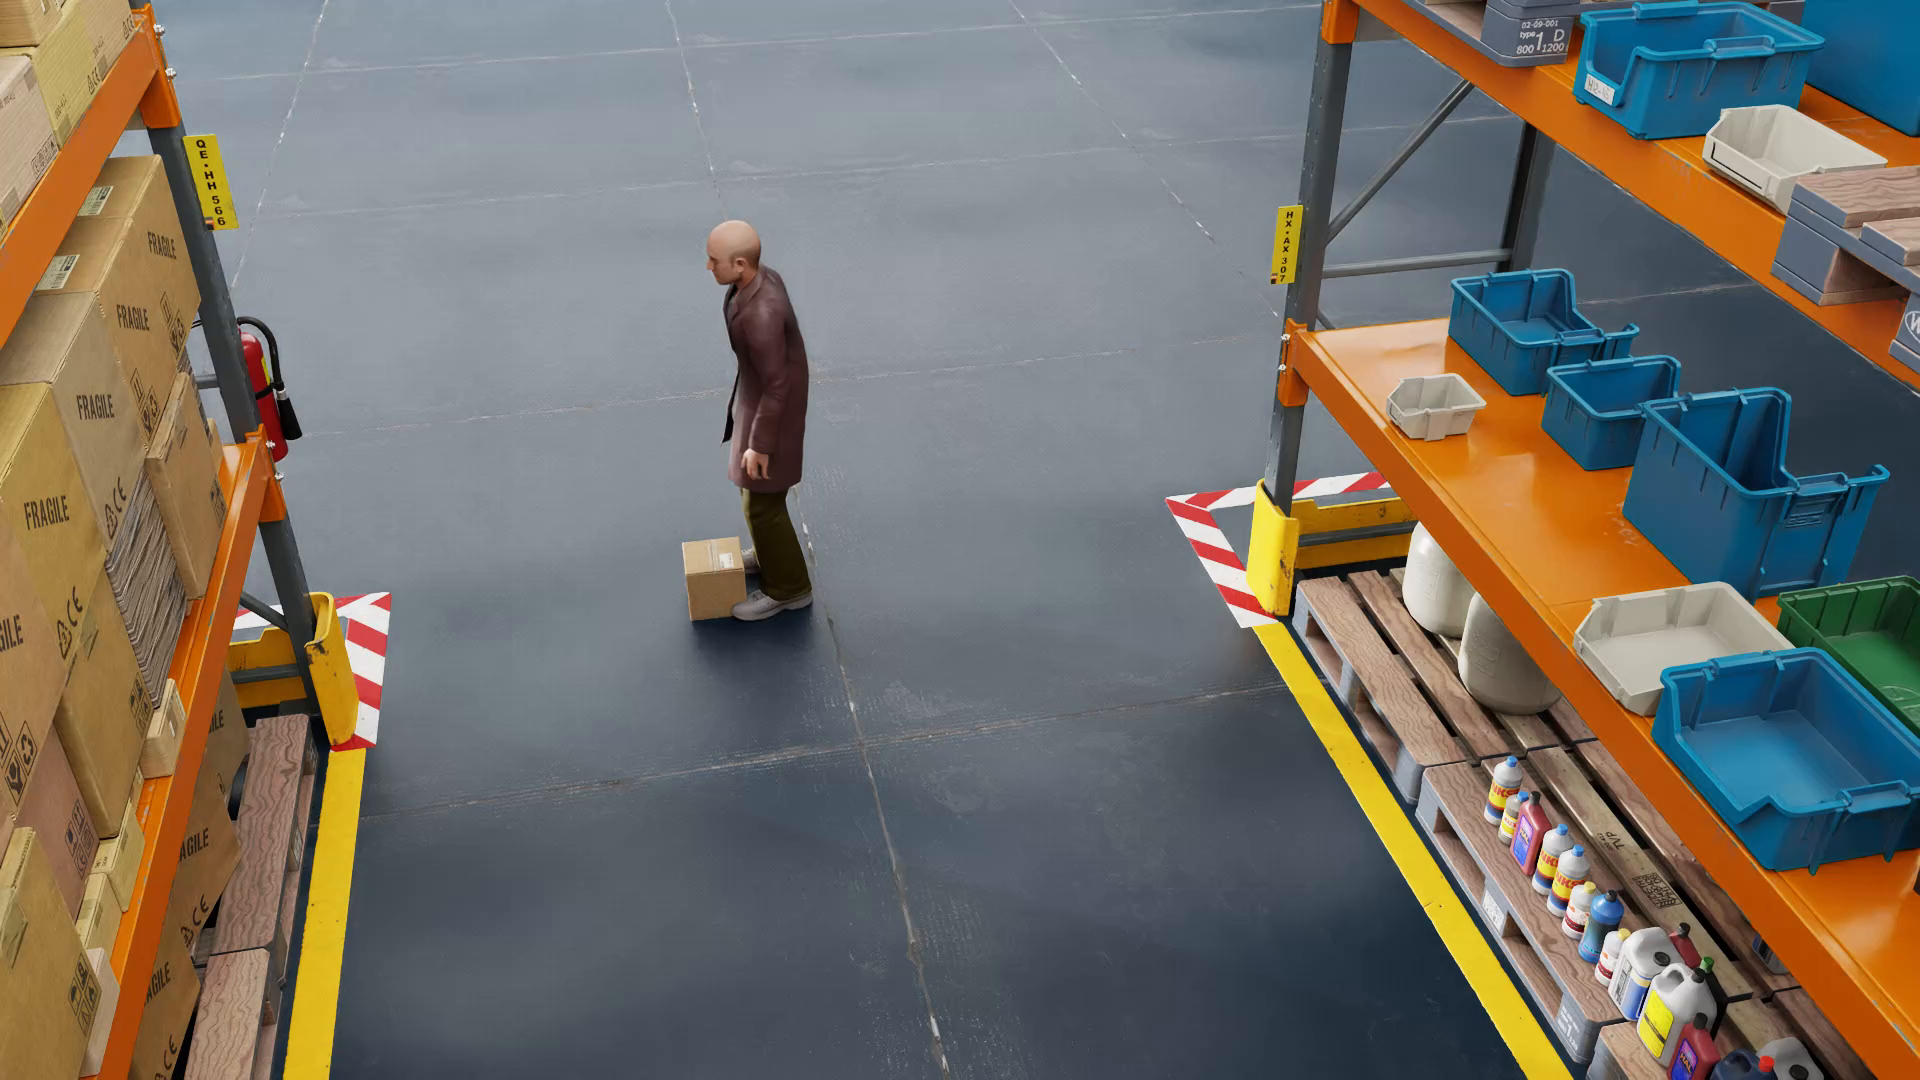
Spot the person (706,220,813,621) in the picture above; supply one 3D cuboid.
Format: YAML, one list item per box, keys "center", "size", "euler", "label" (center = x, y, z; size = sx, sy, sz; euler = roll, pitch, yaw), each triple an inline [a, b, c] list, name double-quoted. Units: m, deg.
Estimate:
- center: [-0.833, -0.501, 6.902]
  size: [0.426, 1.774, 0.644]
  euler: [-7, 35, -10]
  label: "person"
